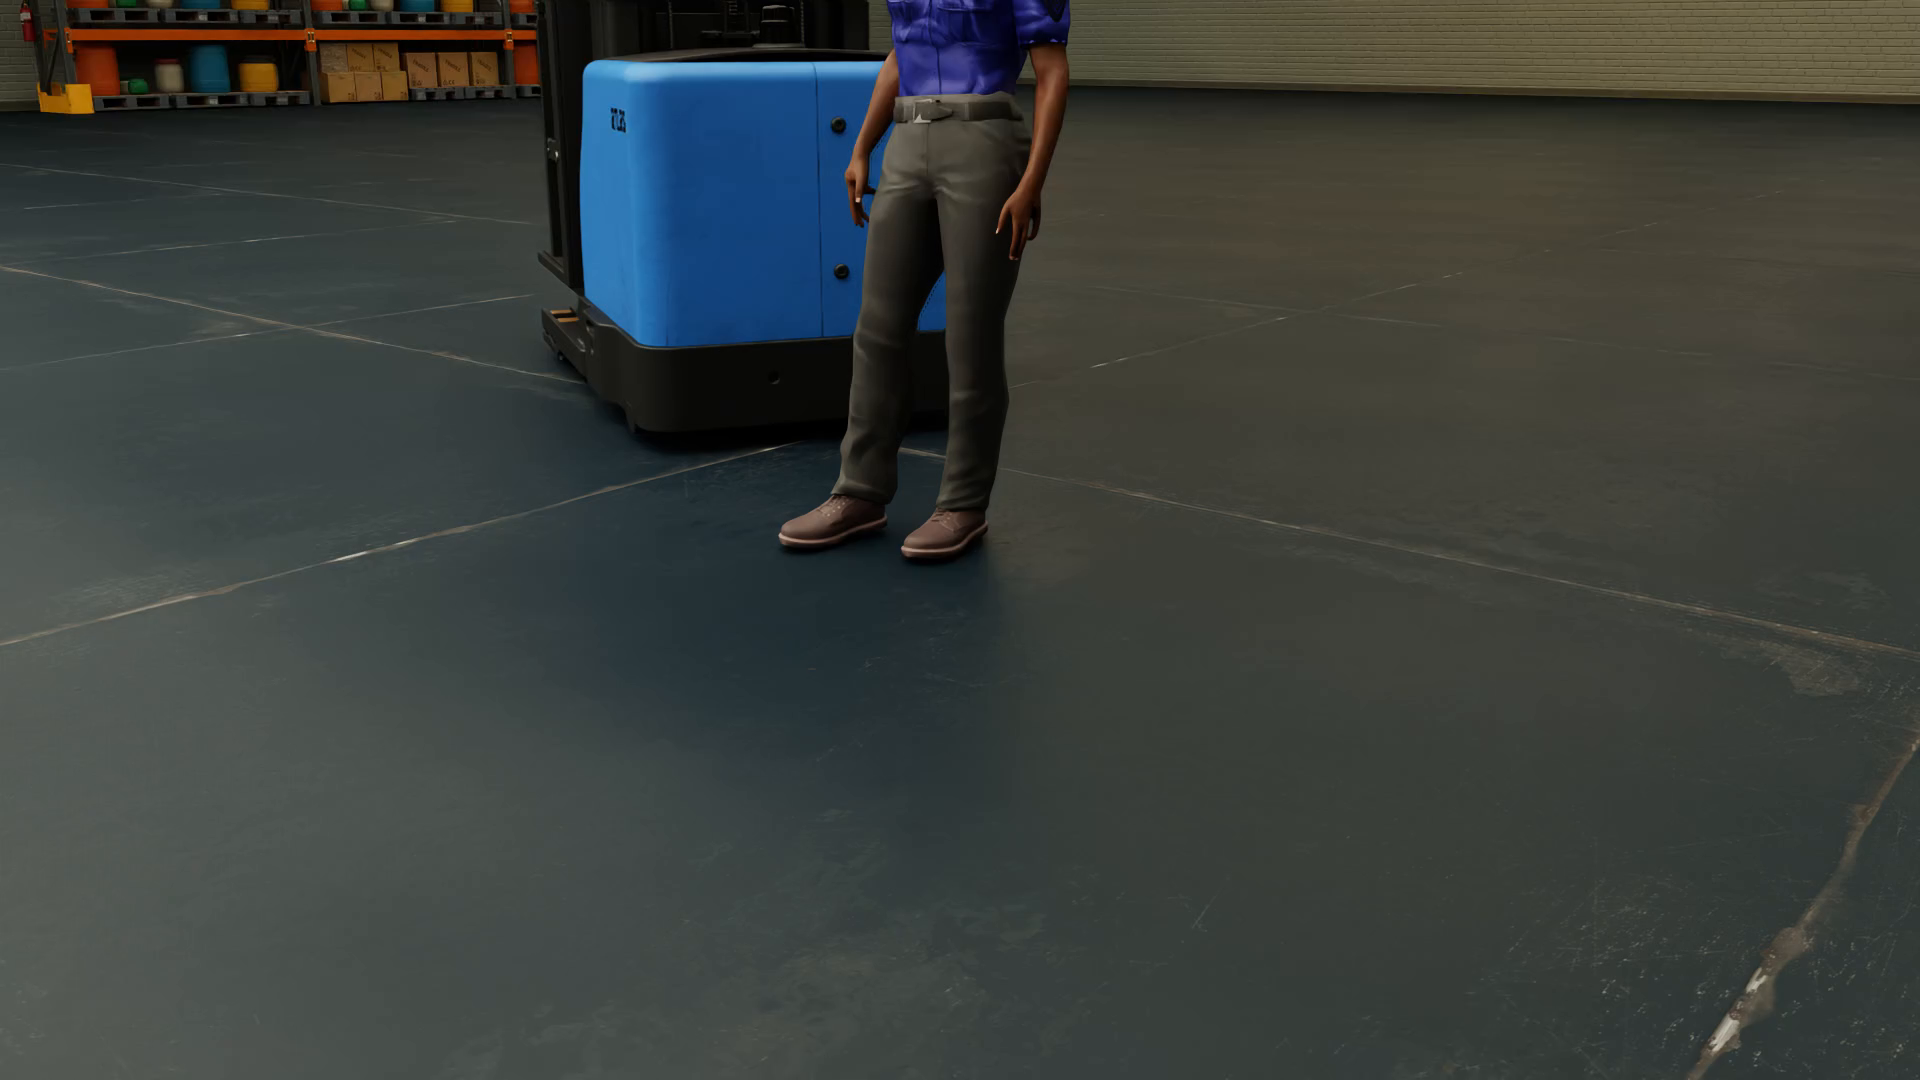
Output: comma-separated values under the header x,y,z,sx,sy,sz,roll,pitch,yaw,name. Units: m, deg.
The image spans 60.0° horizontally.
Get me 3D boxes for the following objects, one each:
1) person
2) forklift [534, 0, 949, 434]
x,y,z,sx,sy,sz,roll,pitch,yaw,name
-0.071,-0.782,3.647,0.570,1.654,0.504,13,21,37,person
-0.937,-2.092,5.788,1.130,2.935,3.031,-6,18,-20,forklift
